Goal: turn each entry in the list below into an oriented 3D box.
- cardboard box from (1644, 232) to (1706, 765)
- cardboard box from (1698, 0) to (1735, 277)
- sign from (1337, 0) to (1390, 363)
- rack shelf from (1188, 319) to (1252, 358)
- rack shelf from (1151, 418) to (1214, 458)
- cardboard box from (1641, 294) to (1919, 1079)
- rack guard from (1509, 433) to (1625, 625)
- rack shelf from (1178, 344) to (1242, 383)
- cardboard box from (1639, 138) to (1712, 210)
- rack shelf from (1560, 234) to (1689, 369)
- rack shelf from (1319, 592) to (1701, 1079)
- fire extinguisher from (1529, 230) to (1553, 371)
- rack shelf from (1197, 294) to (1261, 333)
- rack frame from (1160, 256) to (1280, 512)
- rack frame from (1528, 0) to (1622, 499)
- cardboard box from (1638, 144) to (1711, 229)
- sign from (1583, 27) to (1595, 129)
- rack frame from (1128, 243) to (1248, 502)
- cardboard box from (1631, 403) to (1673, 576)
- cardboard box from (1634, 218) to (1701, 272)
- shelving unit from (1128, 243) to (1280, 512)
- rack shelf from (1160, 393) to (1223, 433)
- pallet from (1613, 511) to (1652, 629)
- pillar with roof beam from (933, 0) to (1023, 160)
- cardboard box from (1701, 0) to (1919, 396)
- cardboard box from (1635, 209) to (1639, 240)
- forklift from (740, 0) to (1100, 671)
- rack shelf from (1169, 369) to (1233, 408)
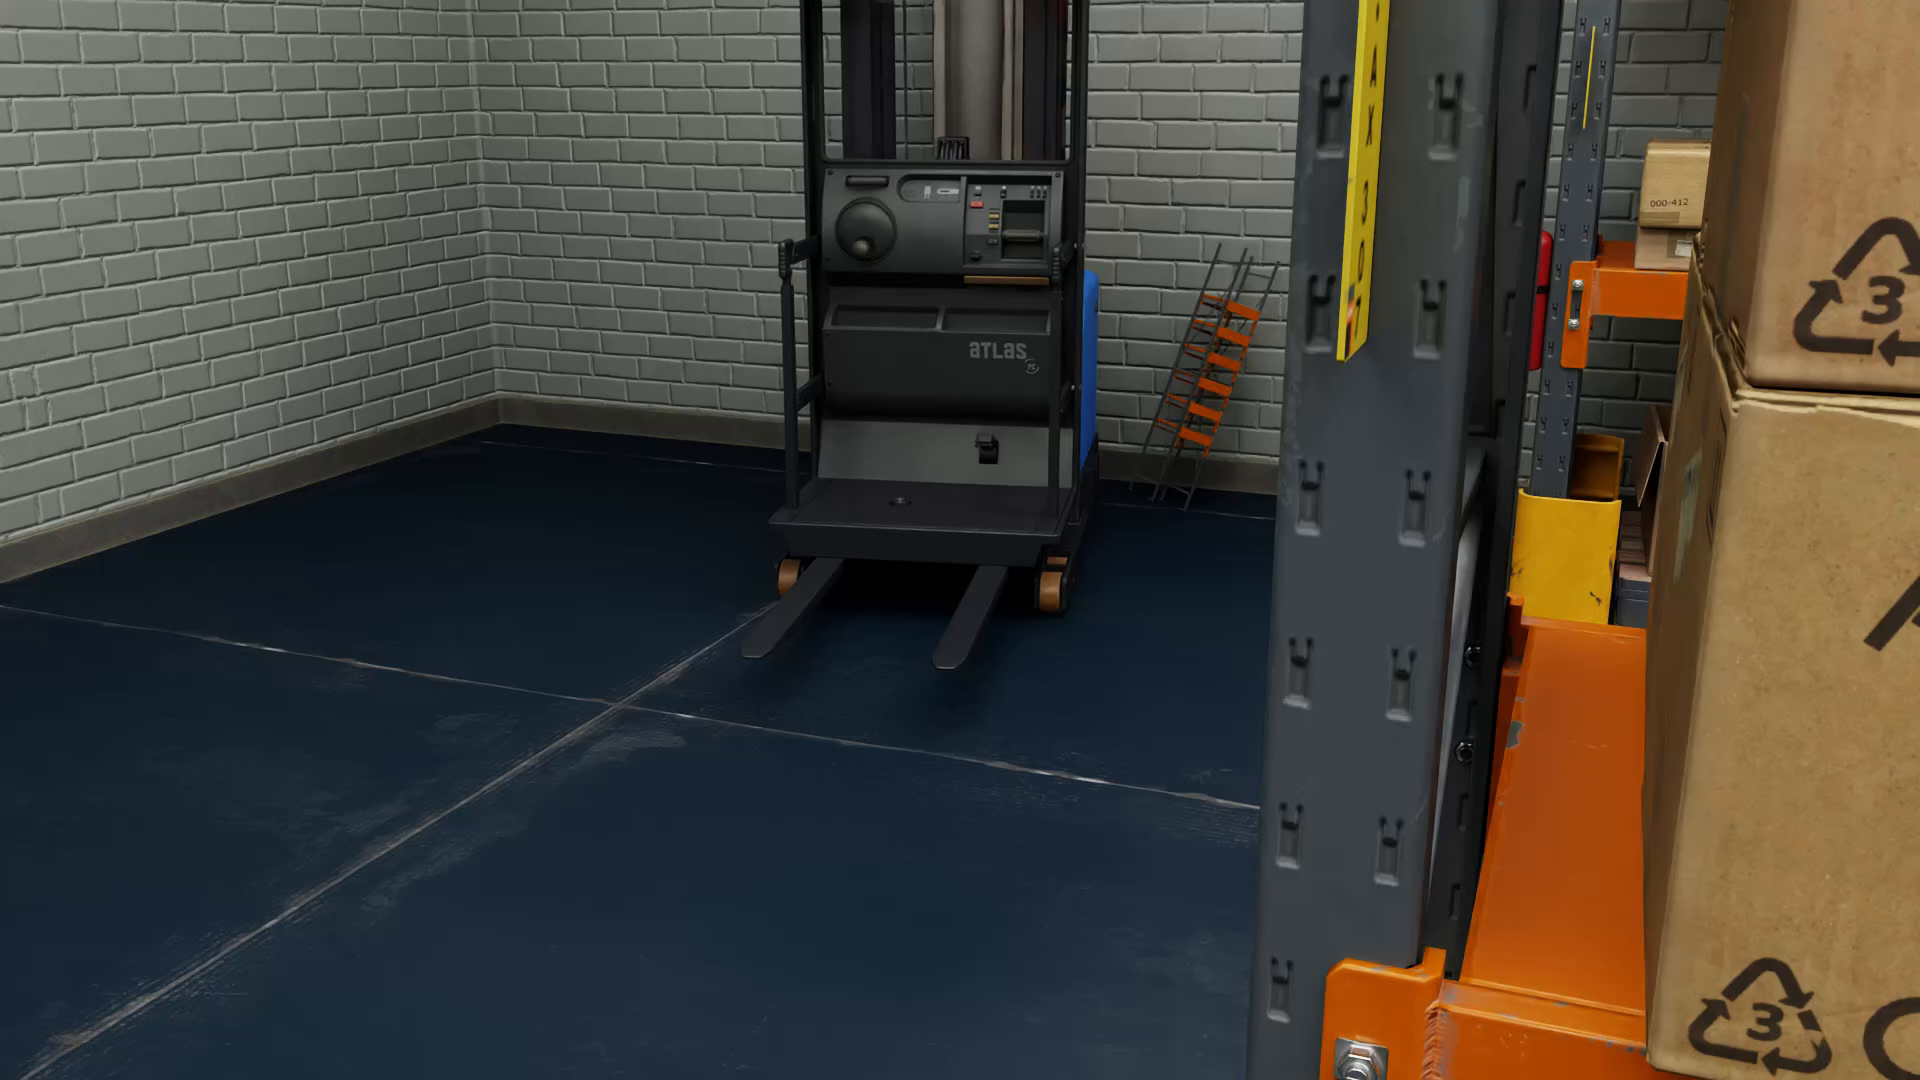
[{"bbox_3d":[1.019,-0.040,1.752,0.500,0.500,0.500,6,17,21],"label":"cardboard box"},{"bbox_3d":[1.009,-0.513,1.589,0.500,0.500,0.500,7,18,22],"label":"cardboard box"},{"bbox_3d":[0.264,-0.283,1.074,0.005,0.325,0.100,6,17,21],"label":"sign"},{"bbox_3d":[1.174,-0.924,7.570,0.180,0.103,0.258,16,8,-26],"label":"rack shelf"},{"bbox_3d":[1.013,-0.476,7.633,0.180,0.103,0.258,16,8,-26],"label":"rack shelf"},{"bbox_3d":[0.814,0.103,1.260,0.500,0.500,0.500,6,17,20],"label":"cardboard box"},{"bbox_3d":[2.362,-0.052,6.457,0.348,0.500,1.175,6,17,21],"label":"rack guard"},{"bbox_3d":[1.134,-0.812,7.586,0.180,0.103,0.258,16,8,-26],"label":"rack shelf"},{"bbox_3d":[2.816,-1.353,6.190,0.500,0.250,0.500,7,18,22],"label":"cardboard box"},{"bbox_3d":[4.152,-0.710,5.531,4.000,0.370,1.077,6,17,21],"label":"rack shelf"},{"bbox_3d":[2.334,0.577,1.095,4.000,0.370,1.077,6,17,21],"label":"rack shelf"},{"bbox_3d":[1.985,-0.939,5.837,0.183,0.674,0.296,6,17,21],"label":"fire extinguisher"},{"bbox_3d":[1.214,-1.036,7.554,0.180,0.103,0.258,16,8,-26],"label":"rack shelf"},{"bbox_3d":[1.187,-0.719,7.636,0.006,1.200,0.240,16,8,-26],"label":"rack frame"},{"bbox_3d":[2.291,-1.261,6.135,0.127,3.000,1.000,6,17,21],"label":"rack frame"},{"bbox_3d":[2.614,-1.215,5.714,0.500,0.250,0.500,6,17,21],"label":"cardboard box"},{"bbox_3d":[2.092,-1.536,5.530,0.005,0.325,0.100,6,17,21],"label":"sign"},{"bbox_3d":[1.029,-0.764,7.555,0.006,1.200,0.240,16,8,-26],"label":"rack frame"},{"bbox_3d":[2.825,-0.176,6.125,0.637,0.503,0.797,6,17,18],"label":"cardboard box"},{"bbox_3d":[2.496,-1.035,5.810,0.250,0.149,0.380,6,17,20],"label":"cardboard box"},{"bbox_3d":[1.108,-0.742,7.595,0.189,1.200,0.258,16,8,-26],"label":"shelving unit"},{"bbox_3d":[1.053,-0.588,7.617,0.180,0.103,0.258,16,8,-26],"label":"rack shelf"},{"bbox_3d":[3.104,0.168,6.217,1.213,0.211,1.003,6,17,21],"label":"pallet"},{"bbox_3d":[-1.466,-3.535,3.208,0.400,9.000,9.100,6,17,21],"label":"pillar with roof beam"},{"bbox_3d":[0.815,-0.378,1.123,0.500,0.500,0.500,6,17,19],"label":"cardboard box"},{"bbox_3d":[2.698,-1.176,6.293,0.250,0.149,0.380,6,17,20],"label":"cardboard box"},{"bbox_3d":[-0.102,-1.235,6.171,1.130,2.935,3.031,3,16,9],"label":"forklift"},{"bbox_3d":[1.093,-0.700,7.601,0.180,0.103,0.258,16,8,-26],"label":"rack shelf"}]
